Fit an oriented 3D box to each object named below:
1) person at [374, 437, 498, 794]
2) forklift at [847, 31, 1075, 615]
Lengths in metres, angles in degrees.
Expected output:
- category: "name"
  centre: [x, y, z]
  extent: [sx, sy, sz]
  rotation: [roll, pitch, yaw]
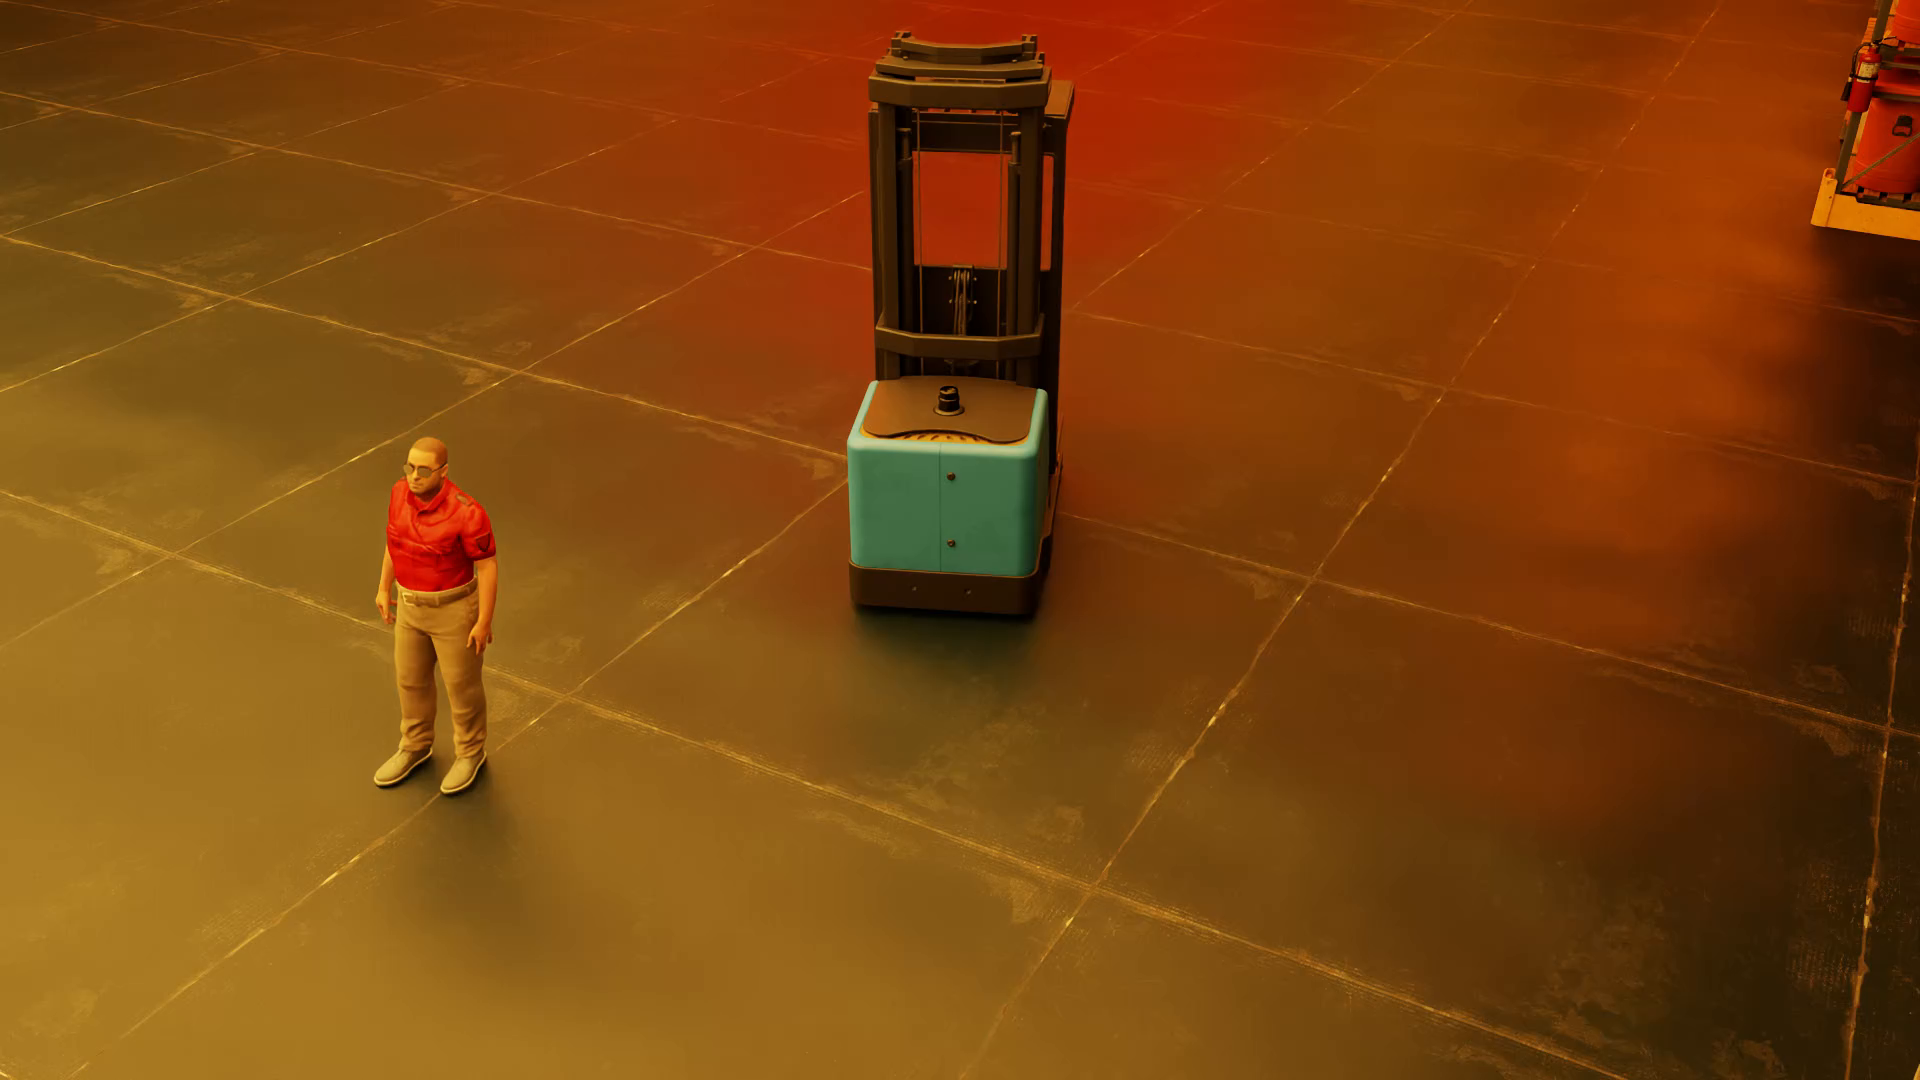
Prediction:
- category: "person"
  centre: [-2.444, 0.366, 7.633]
  extent: [0.628, 1.733, 0.534]
  rotation: [13, 32, 21]
- category: "forklift"
  centre: [0.072, -1.572, 9.794]
  extent: [1.130, 2.935, 3.031]
  rotation: [3, 30, 6]
